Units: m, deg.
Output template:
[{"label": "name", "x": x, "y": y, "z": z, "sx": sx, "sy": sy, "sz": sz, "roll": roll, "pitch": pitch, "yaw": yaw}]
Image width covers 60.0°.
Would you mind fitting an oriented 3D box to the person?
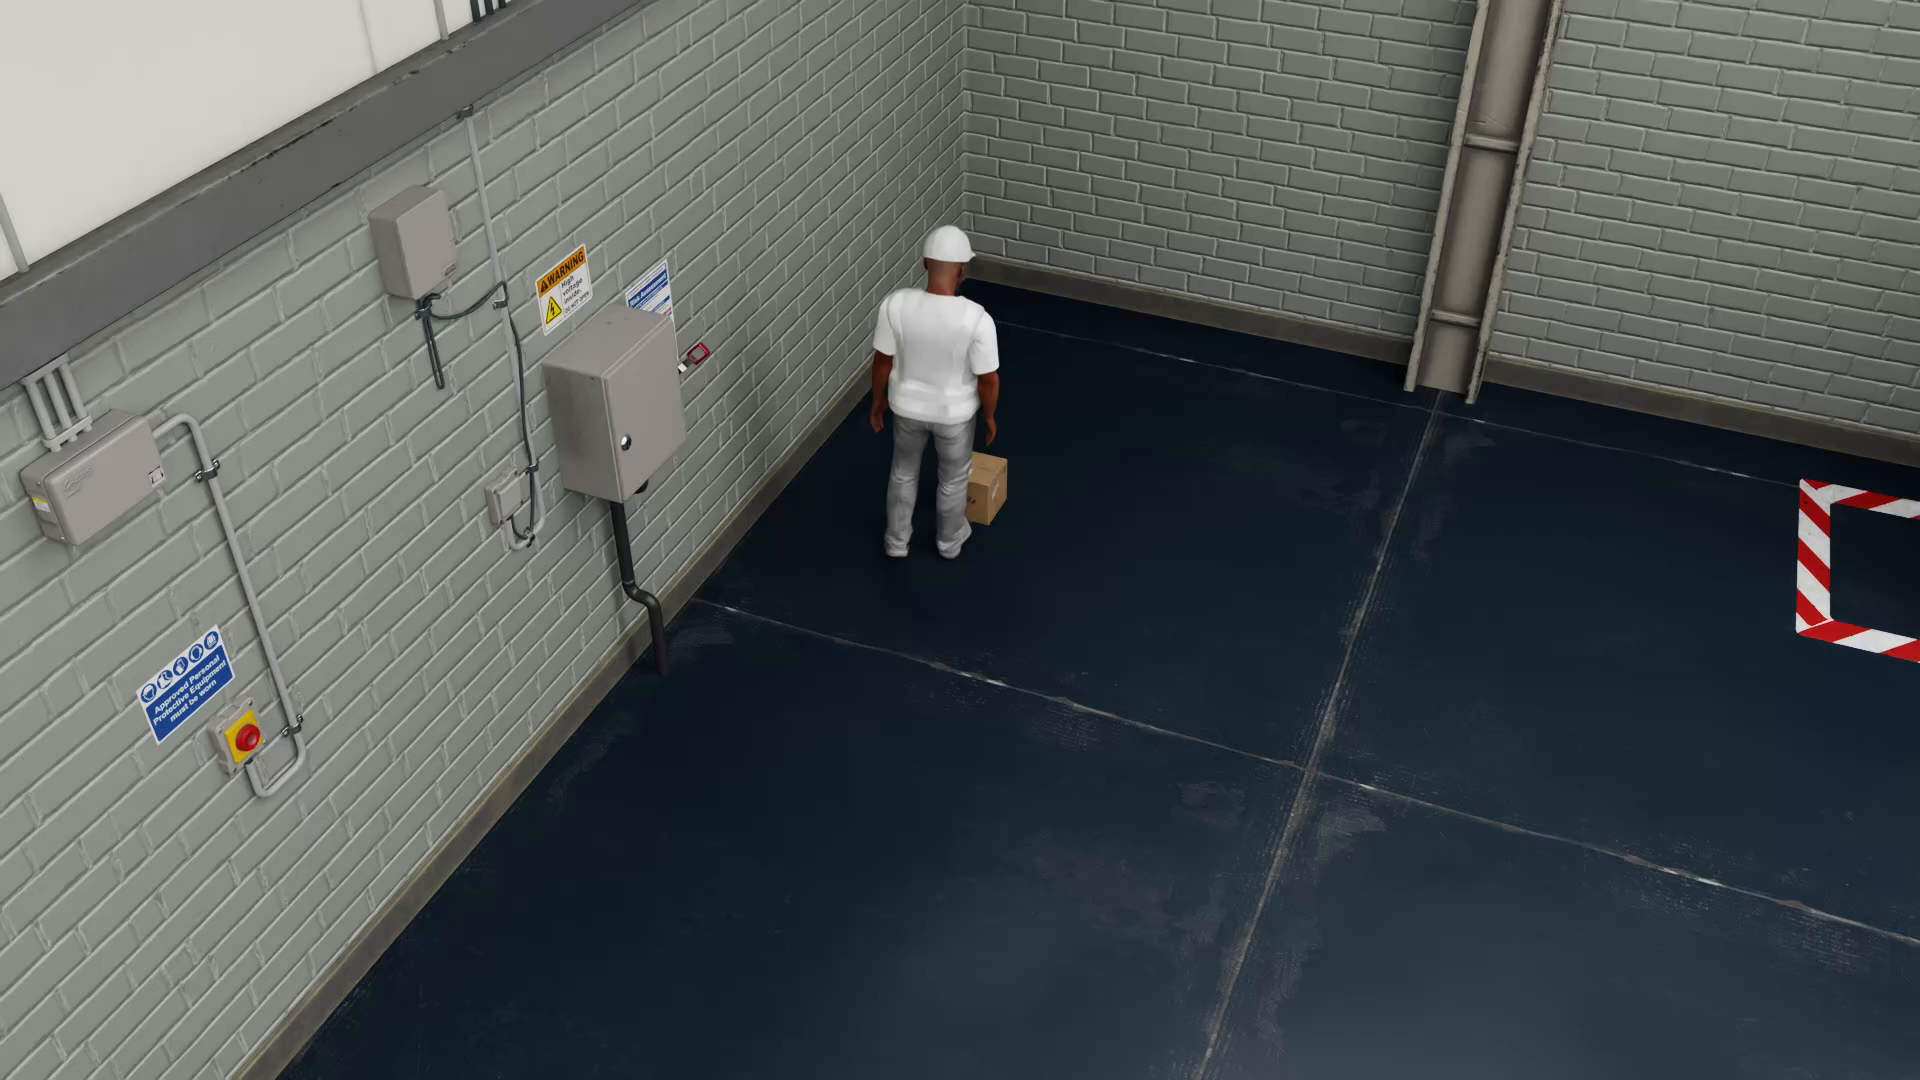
[{"label": "person", "x": -0.088, "y": -0.629, "z": 7.632, "sx": 0.605, "sy": 1.819, "sz": 0.496, "roll": 10, "pitch": 38, "yaw": 13}]
